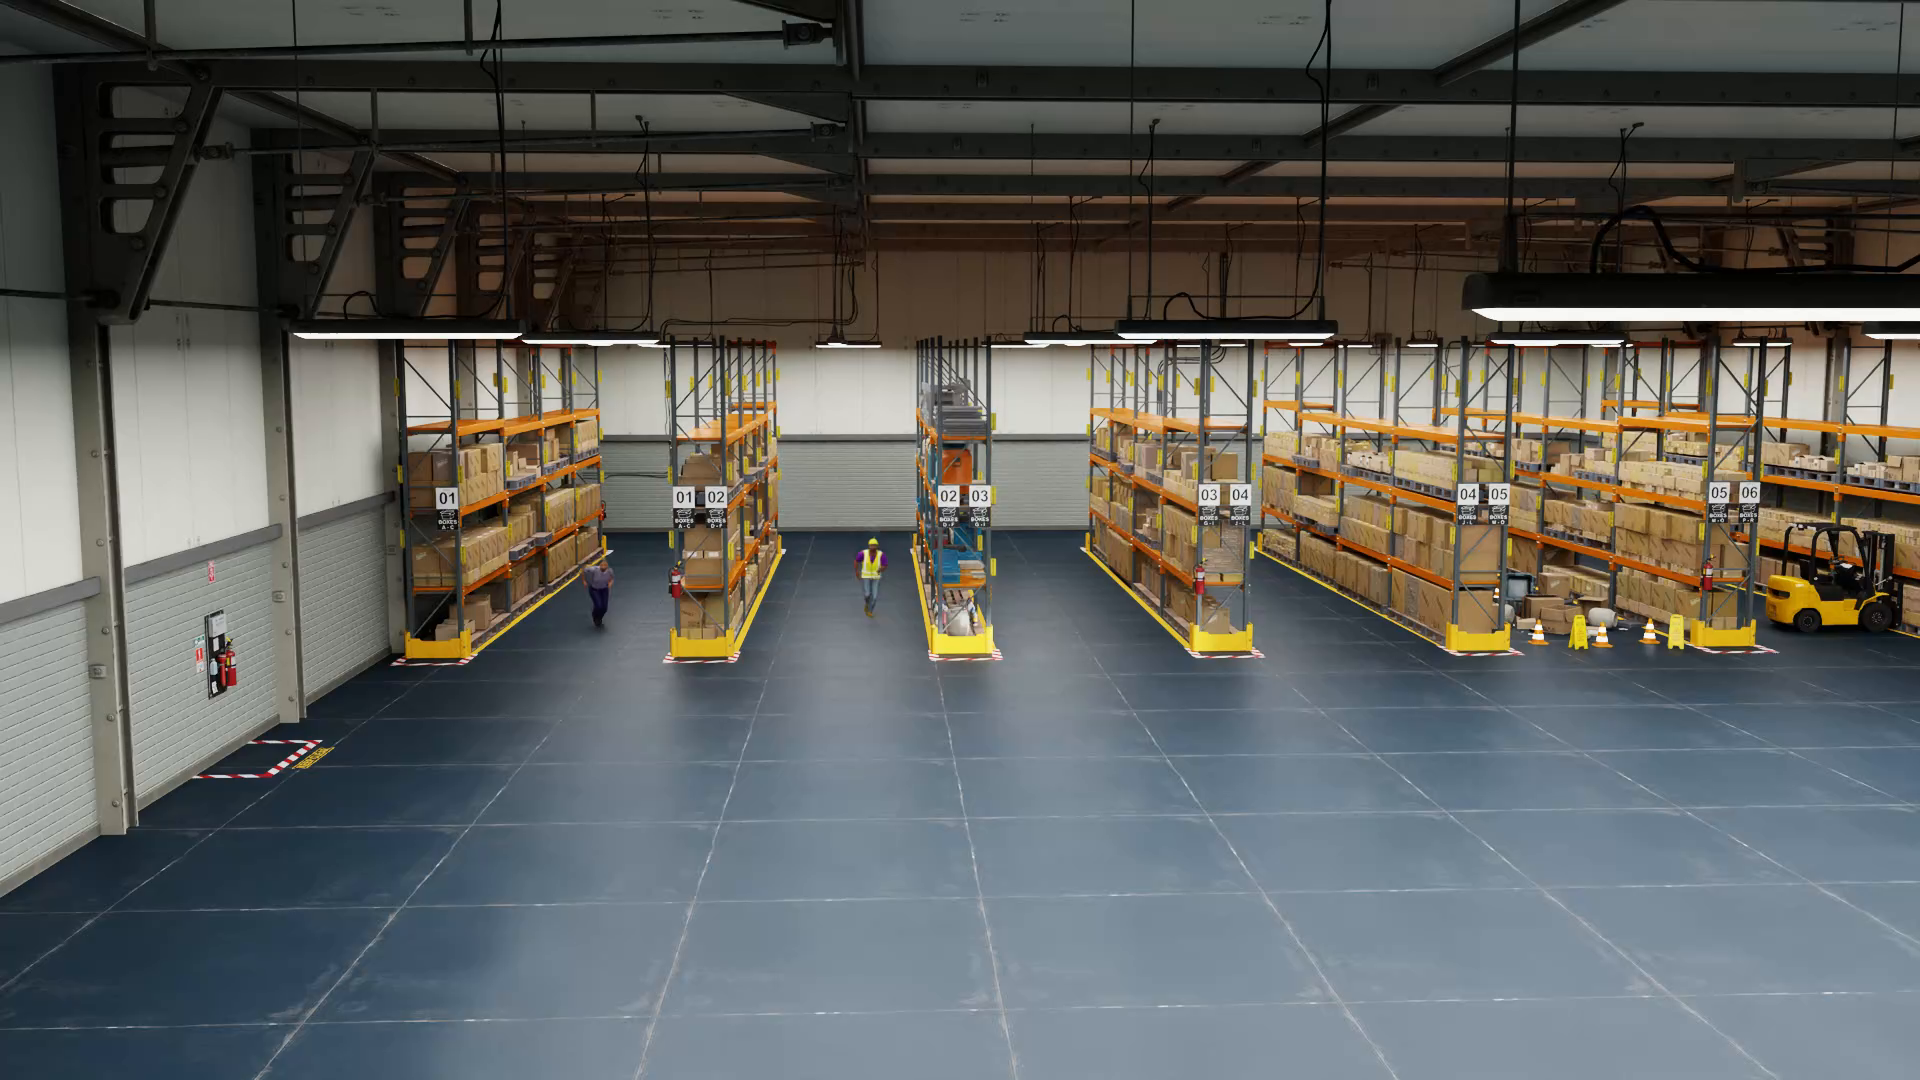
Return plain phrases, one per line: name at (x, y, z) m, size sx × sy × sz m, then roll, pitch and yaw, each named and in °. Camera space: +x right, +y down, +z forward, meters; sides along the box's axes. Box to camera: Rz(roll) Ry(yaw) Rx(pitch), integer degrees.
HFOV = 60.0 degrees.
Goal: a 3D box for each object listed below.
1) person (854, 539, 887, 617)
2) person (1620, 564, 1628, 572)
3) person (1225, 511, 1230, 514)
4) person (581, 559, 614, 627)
person at (-1.891, 0.793, 35.499) m, size 0.696 × 1.650 × 0.622 m, roll -1°, pitch 7°, yaw -8°
person at (16.120, 0.390, 40.019) m, size 0.646 × 1.652 × 0.667 m, roll -1°, pitch 7°, yaw -7°
person at (7.439, -0.370, 46.133) m, size 0.657 × 1.747 × 0.625 m, roll 0°, pitch 6°, yaw -1°
person at (-7.467, 1.102, 34.318) m, size 0.636 × 1.468 × 0.842 m, roll -4°, pitch 8°, yaw -31°
